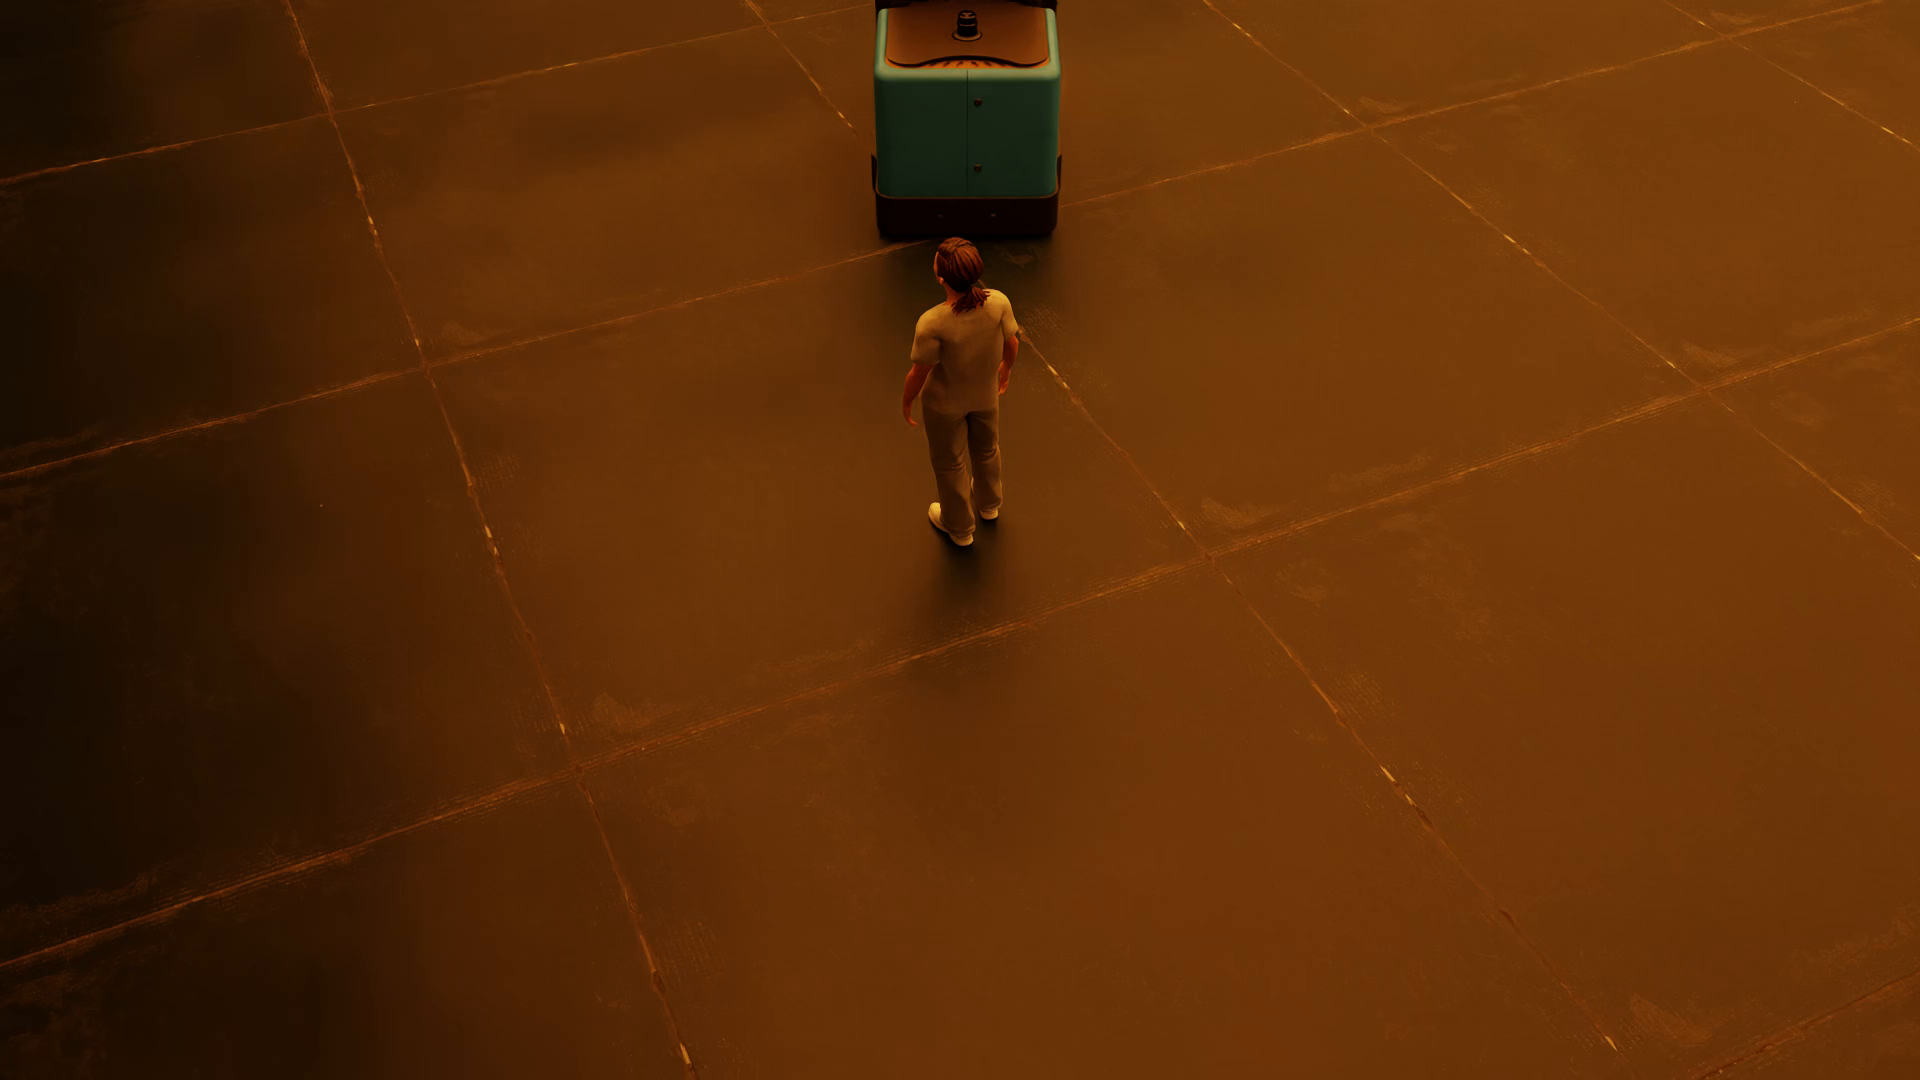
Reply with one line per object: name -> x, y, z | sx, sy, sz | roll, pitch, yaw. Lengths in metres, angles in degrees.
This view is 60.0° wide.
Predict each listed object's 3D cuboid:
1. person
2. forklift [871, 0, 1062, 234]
person -> -0.019, -0.668, 7.305 | 0.549, 1.673, 0.548 | -18, 46, -18
forklift -> 0.035, -3.820, 9.773 | 1.130, 2.935, 3.031 | 0, 43, 0
